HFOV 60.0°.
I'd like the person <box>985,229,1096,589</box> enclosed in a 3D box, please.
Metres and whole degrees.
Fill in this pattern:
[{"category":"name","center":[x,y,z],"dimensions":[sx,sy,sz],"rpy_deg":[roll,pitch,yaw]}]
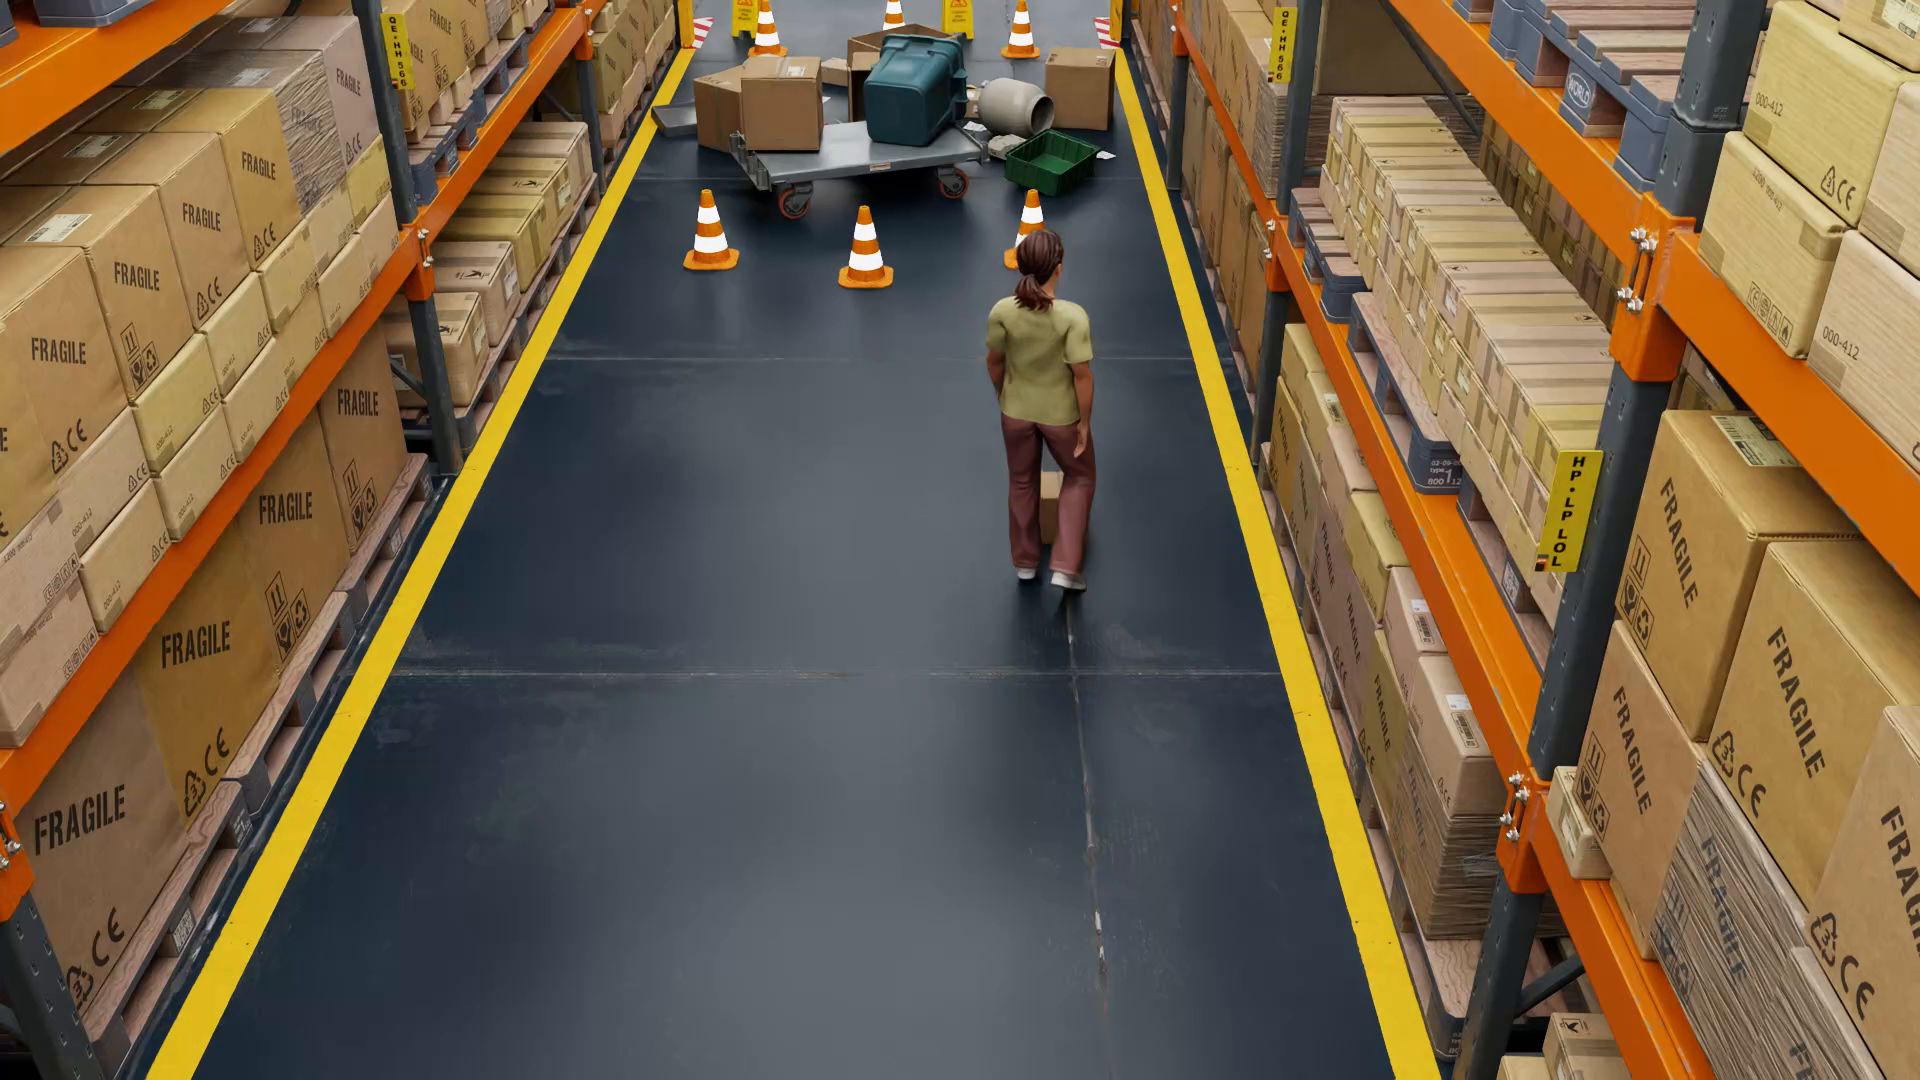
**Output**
[{"category":"person","center":[0.348,-0.526,6.986],"dimensions":[0.467,1.697,0.529],"rpy_deg":[8,33,13]}]
